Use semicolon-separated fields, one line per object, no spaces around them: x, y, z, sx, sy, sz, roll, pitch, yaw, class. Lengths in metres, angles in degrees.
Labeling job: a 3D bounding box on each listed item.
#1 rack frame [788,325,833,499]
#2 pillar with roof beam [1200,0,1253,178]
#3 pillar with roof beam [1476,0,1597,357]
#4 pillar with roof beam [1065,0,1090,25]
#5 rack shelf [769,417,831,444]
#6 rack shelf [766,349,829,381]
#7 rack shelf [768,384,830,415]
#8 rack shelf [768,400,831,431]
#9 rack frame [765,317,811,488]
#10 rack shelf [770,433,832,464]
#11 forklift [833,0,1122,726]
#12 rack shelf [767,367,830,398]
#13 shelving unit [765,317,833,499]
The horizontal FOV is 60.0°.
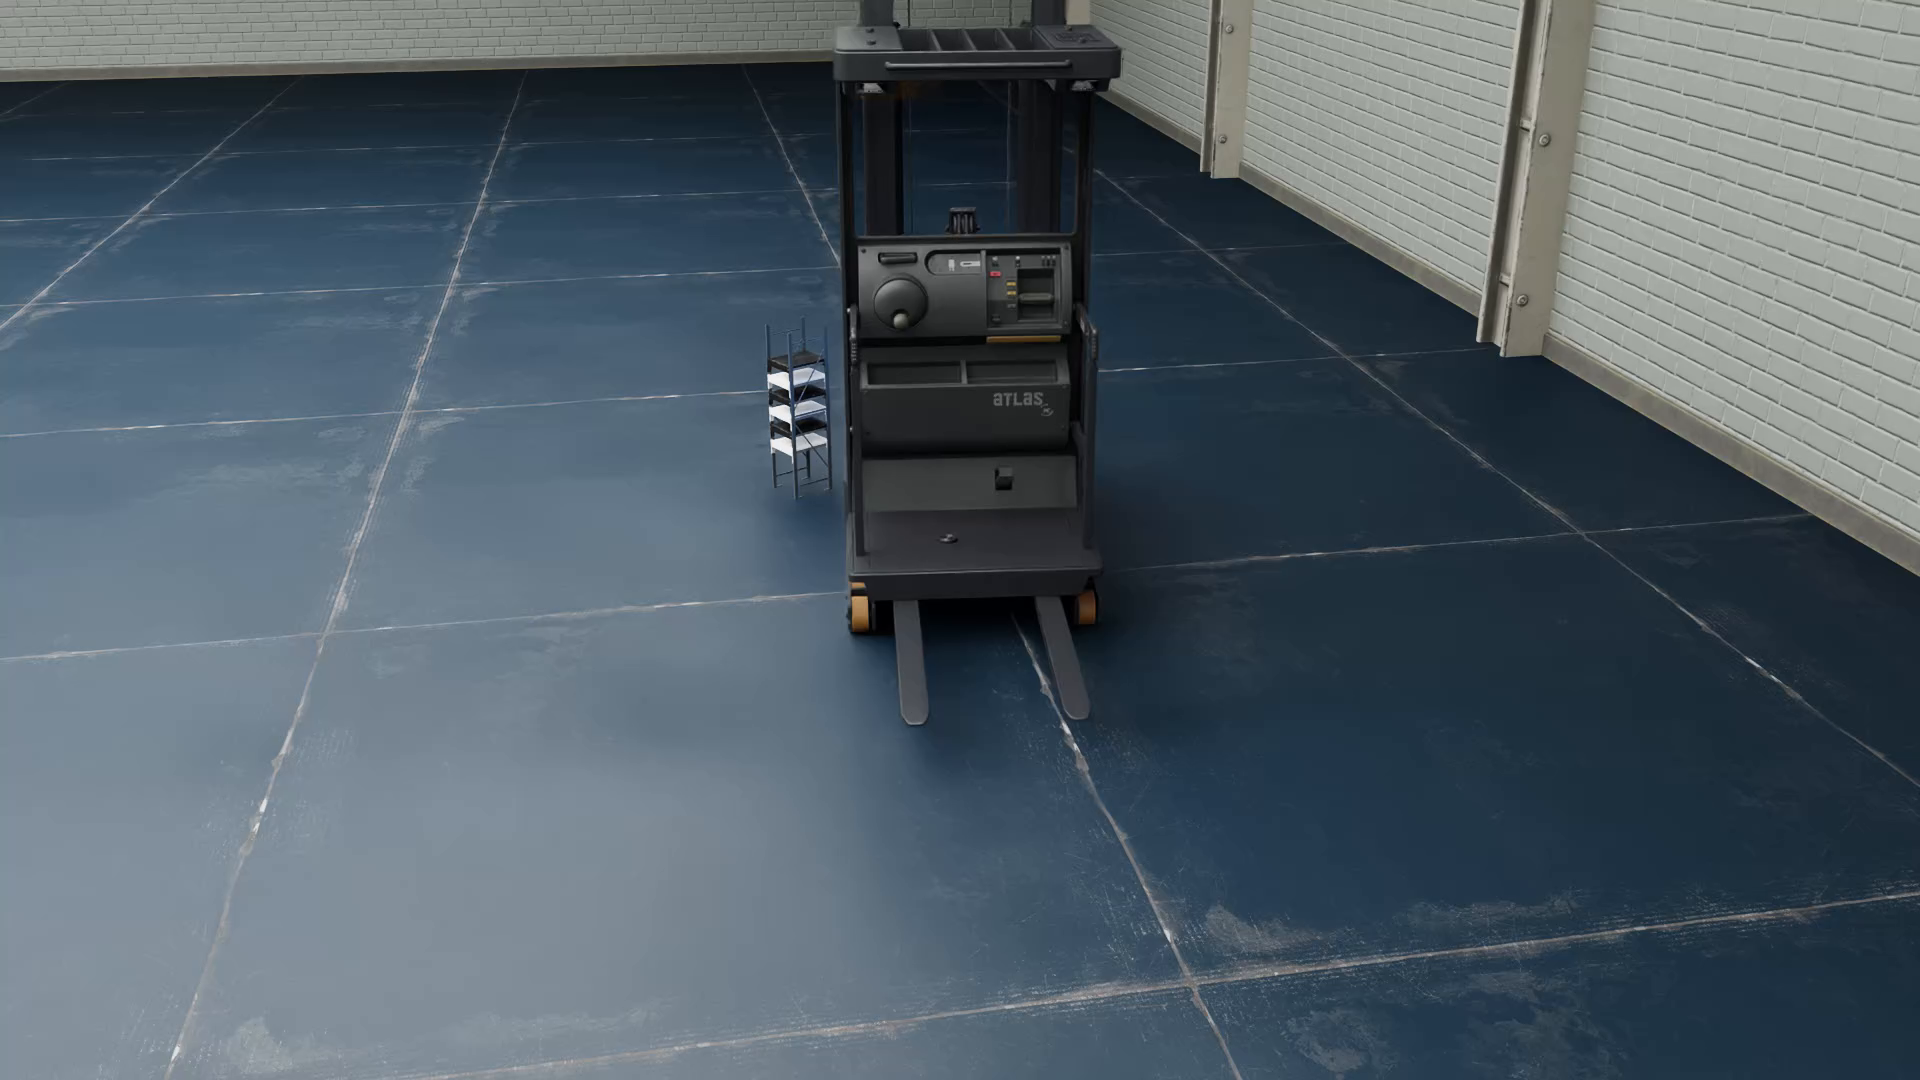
-0.776;-0.659;8.635;0.240;0.900;0.006;-18;30;-36;rack frame
-1.623;-7.467;14.105;9.100;9.000;0.400;-4;24;-10;pillar with roof beam
-0.513;-5.107;8.701;9.100;9.000;0.400;-4;24;-10;pillar with roof beam
-2.732;-9.827;19.508;9.100;9.000;0.400;-4;24;-10;pillar with roof beam
-0.840;-0.577;8.756;0.258;0.077;0.200;-18;30;-36;rack shelf
-0.840;-0.907;8.612;0.258;0.077;0.200;-18;30;-36;rack shelf
-0.840;-0.742;8.684;0.258;0.077;0.200;-18;30;-36;rack shelf
-0.840;-0.660;8.720;0.258;0.077;0.200;-18;30;-36;rack shelf
-0.905;-0.722;8.778;0.240;0.900;0.006;-18;30;-36;rack frame
-0.840;-0.495;8.792;0.258;0.077;0.200;-18;30;-36;rack shelf
0.041;-1.072;7.041;1.130;2.935;3.031;-2;24;-4;forklift
-0.840;-0.825;8.648;0.258;0.077;0.200;-18;30;-36;rack shelf
-0.840;-0.690;8.706;0.258;0.900;0.210;-18;30;-36;shelving unit
